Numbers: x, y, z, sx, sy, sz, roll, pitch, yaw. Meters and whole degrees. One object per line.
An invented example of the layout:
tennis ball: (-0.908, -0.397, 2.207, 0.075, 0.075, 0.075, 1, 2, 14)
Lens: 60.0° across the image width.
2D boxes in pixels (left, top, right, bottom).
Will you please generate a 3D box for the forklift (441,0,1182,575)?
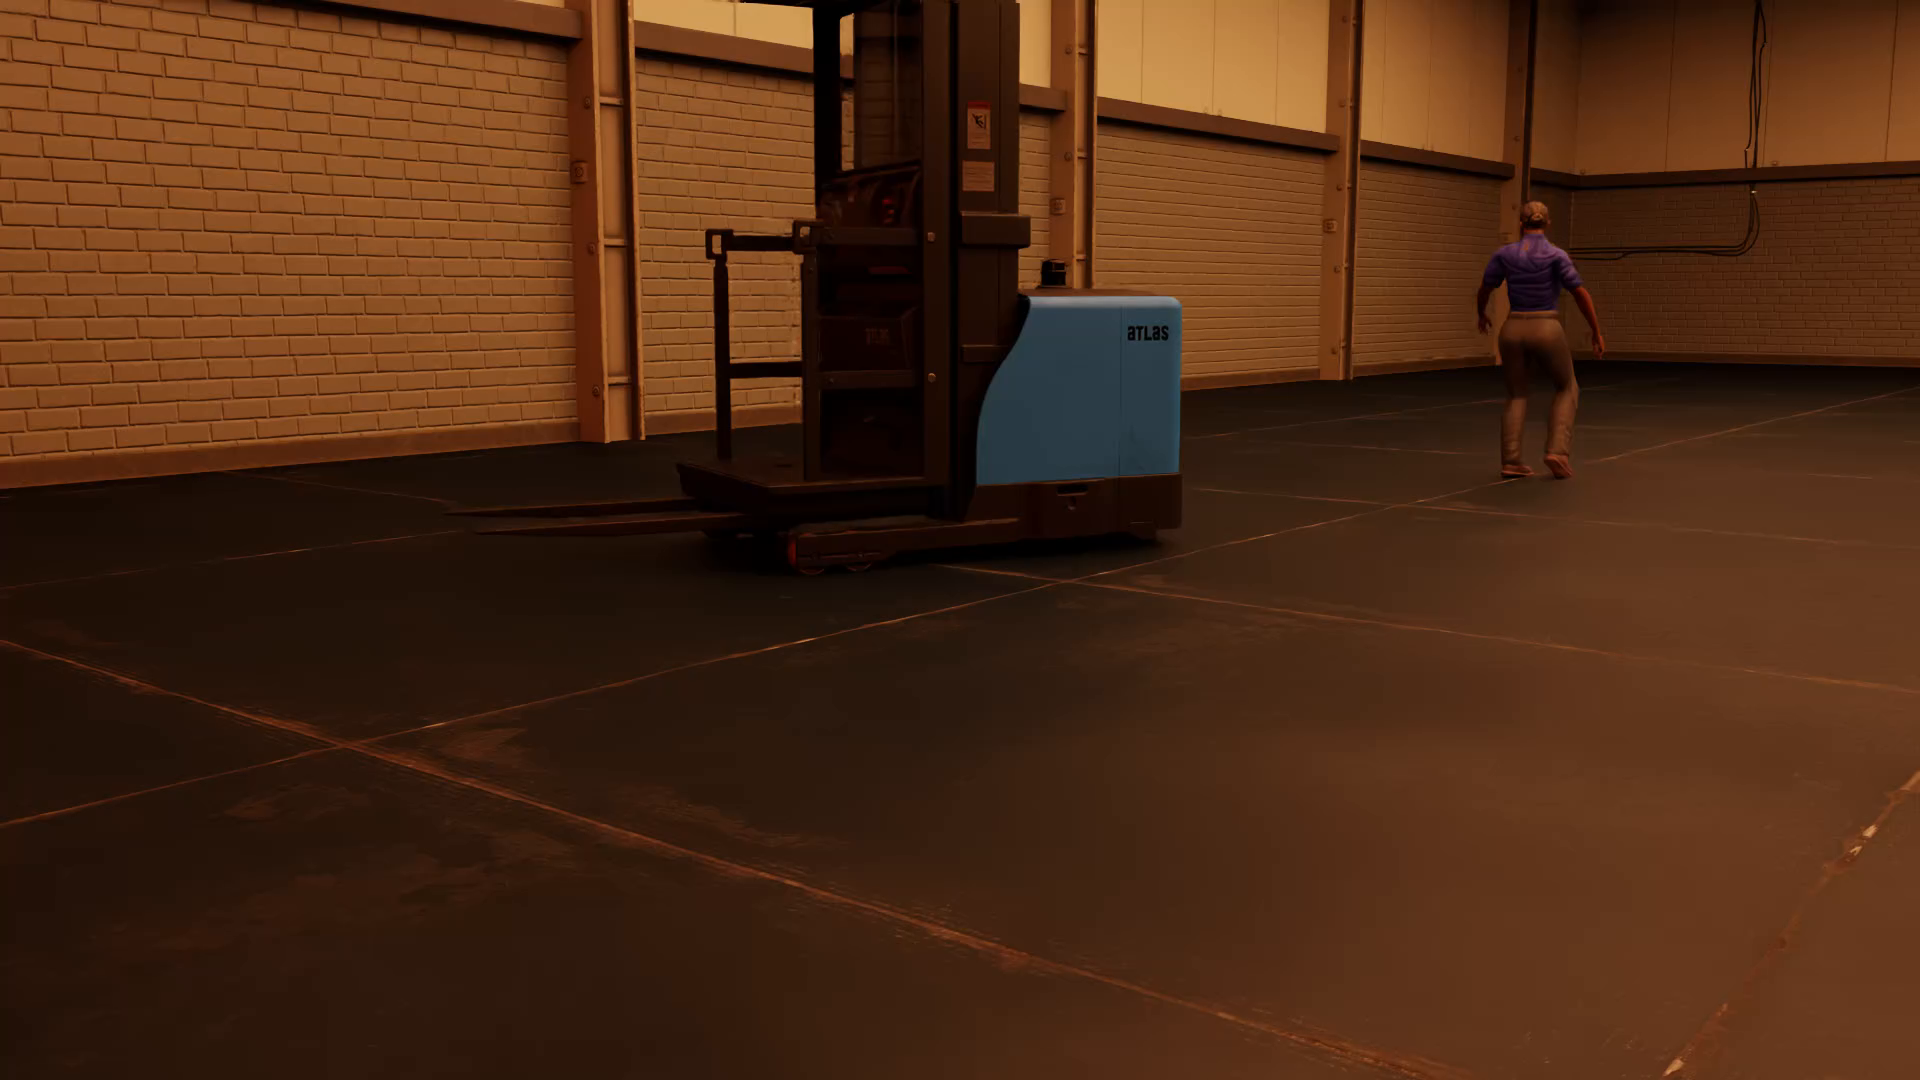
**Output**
forklift: (-0.573, -1.400, 6.851, 3.031, 2.935, 1.130, -4, 9, -28)

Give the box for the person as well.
person: (3.430, -1.174, 9.959, 0.819, 1.676, 0.438, 8, 11, 43)
